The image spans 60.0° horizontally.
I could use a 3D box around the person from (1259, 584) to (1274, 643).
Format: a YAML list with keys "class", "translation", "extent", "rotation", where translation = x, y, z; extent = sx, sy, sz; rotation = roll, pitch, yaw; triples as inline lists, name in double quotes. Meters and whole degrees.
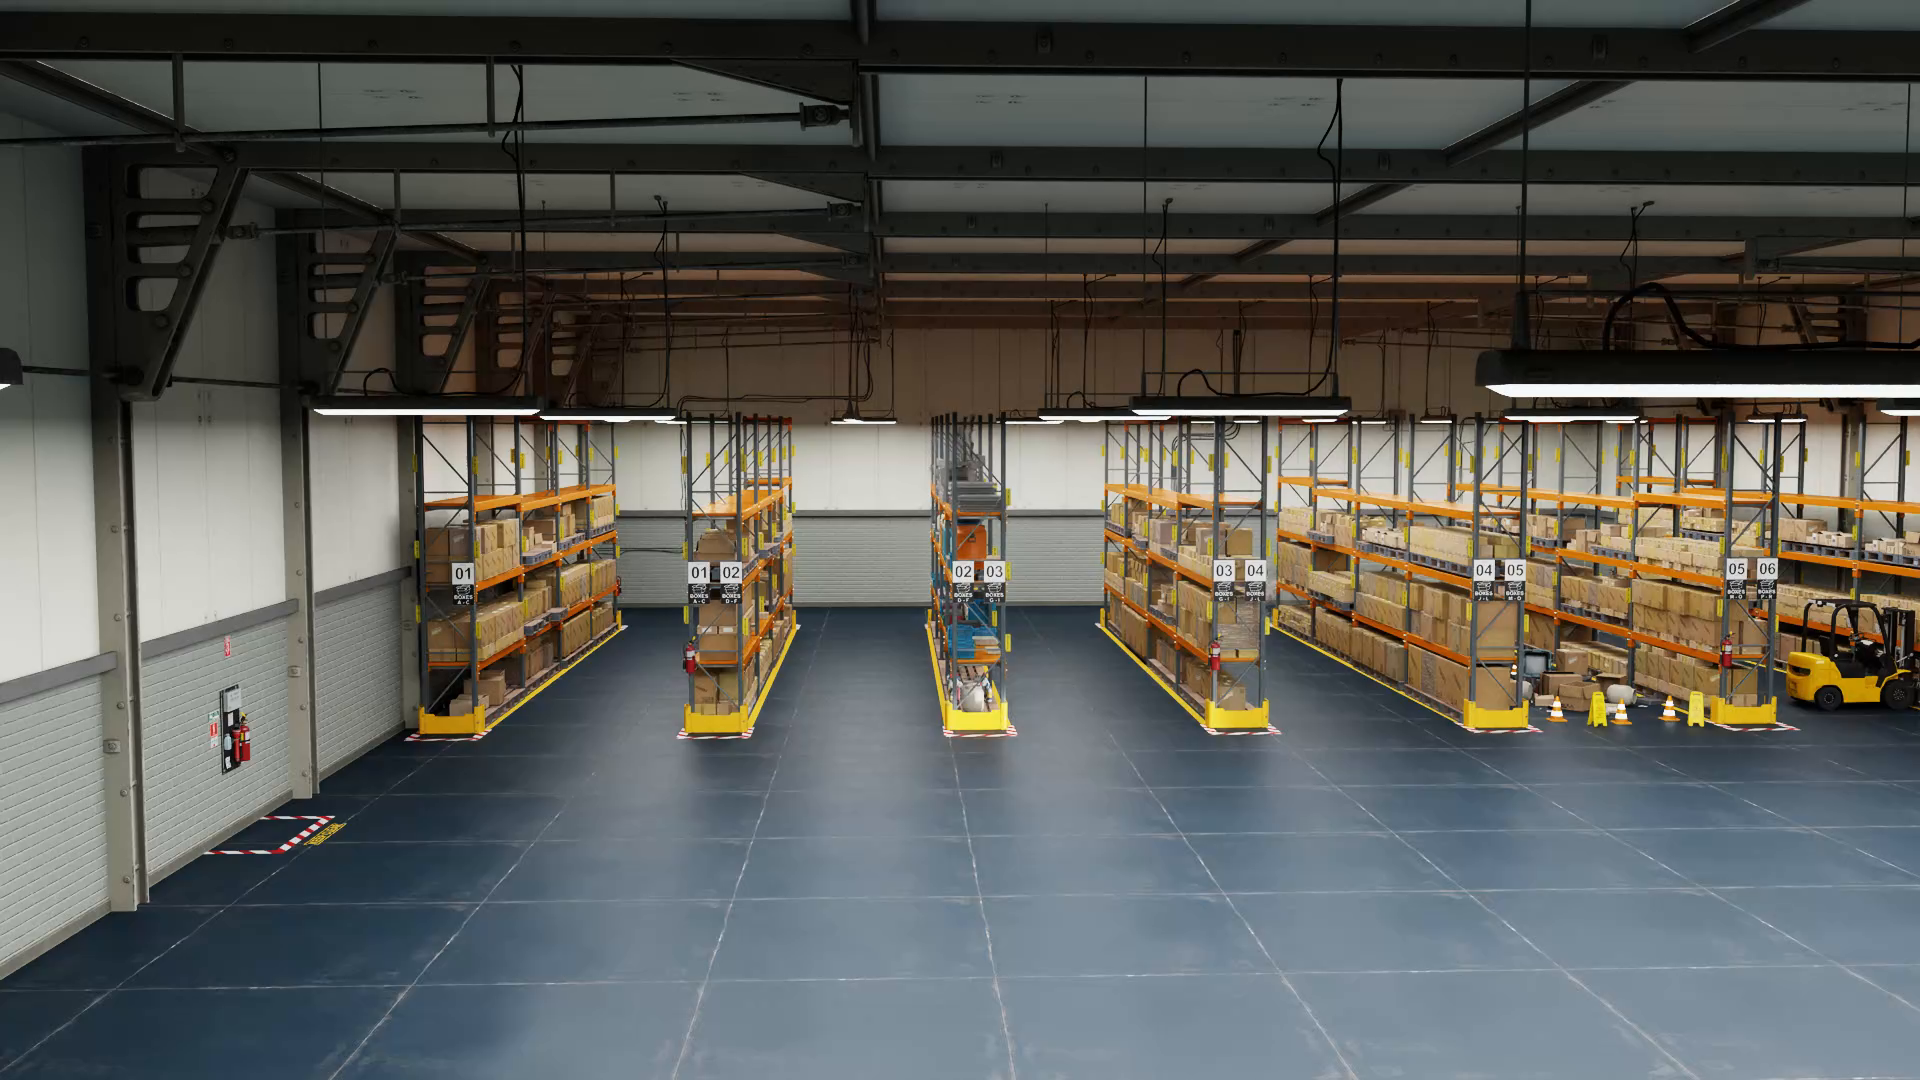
- class: "person"
  translation: [8.066, 1.920, 44.453]
  extent: [0.536, 1.596, 0.888]
  rotation: [-1, 4, -9]

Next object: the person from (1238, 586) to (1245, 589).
- class: "person"
  translation: [8.161, 1.651, 48.149]
  extent: [0.812, 1.581, 0.564]
  rotation: [-3, 5, -39]
